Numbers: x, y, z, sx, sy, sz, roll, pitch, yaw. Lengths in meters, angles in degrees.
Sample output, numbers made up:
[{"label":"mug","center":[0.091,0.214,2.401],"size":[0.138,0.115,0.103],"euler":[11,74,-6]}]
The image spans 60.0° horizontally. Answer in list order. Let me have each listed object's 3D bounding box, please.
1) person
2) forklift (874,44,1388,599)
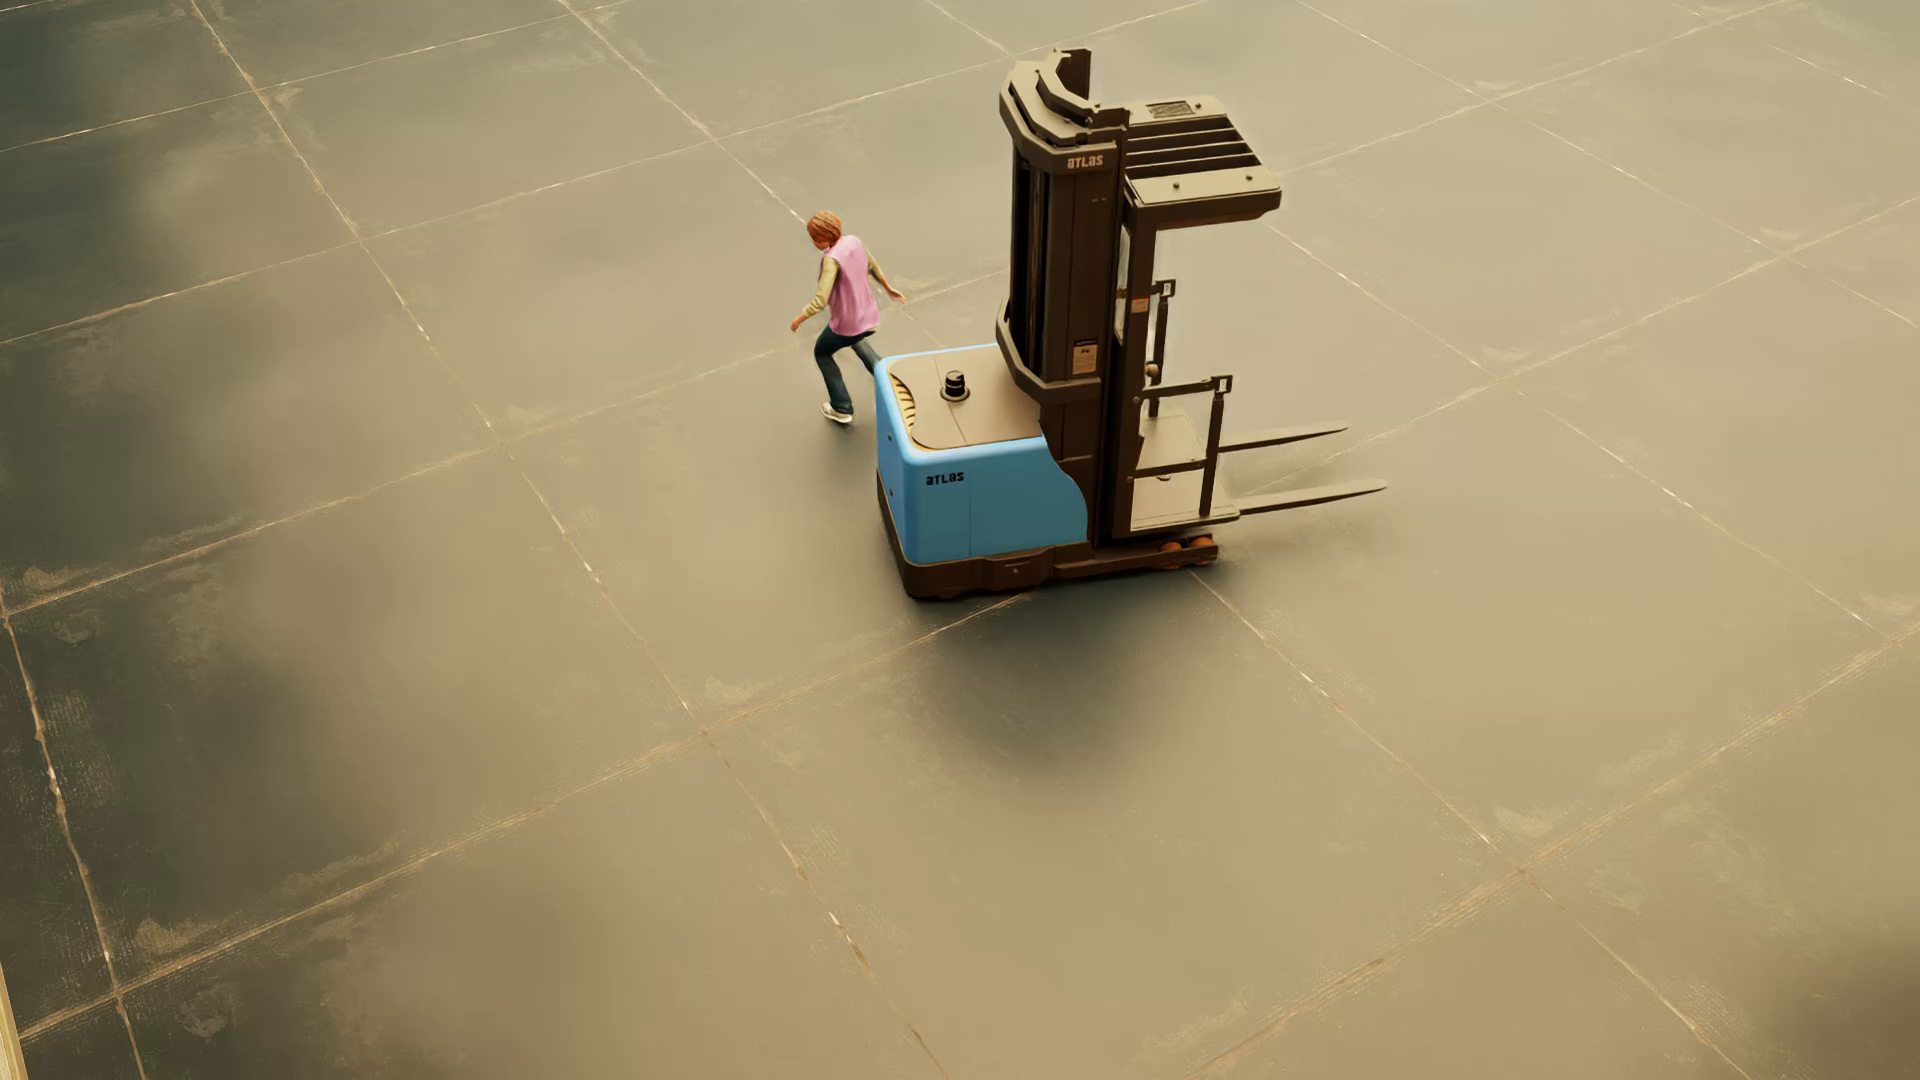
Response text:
[{"label":"person","center":[-0.675,-1.448,10.701],"size":[0.477,1.422,0.822],"euler":[30,49,29]},{"label":"forklift","center":[1.061,-1.260,9.313],"size":[3.031,2.935,1.130],"euler":[-8,42,-9]}]
